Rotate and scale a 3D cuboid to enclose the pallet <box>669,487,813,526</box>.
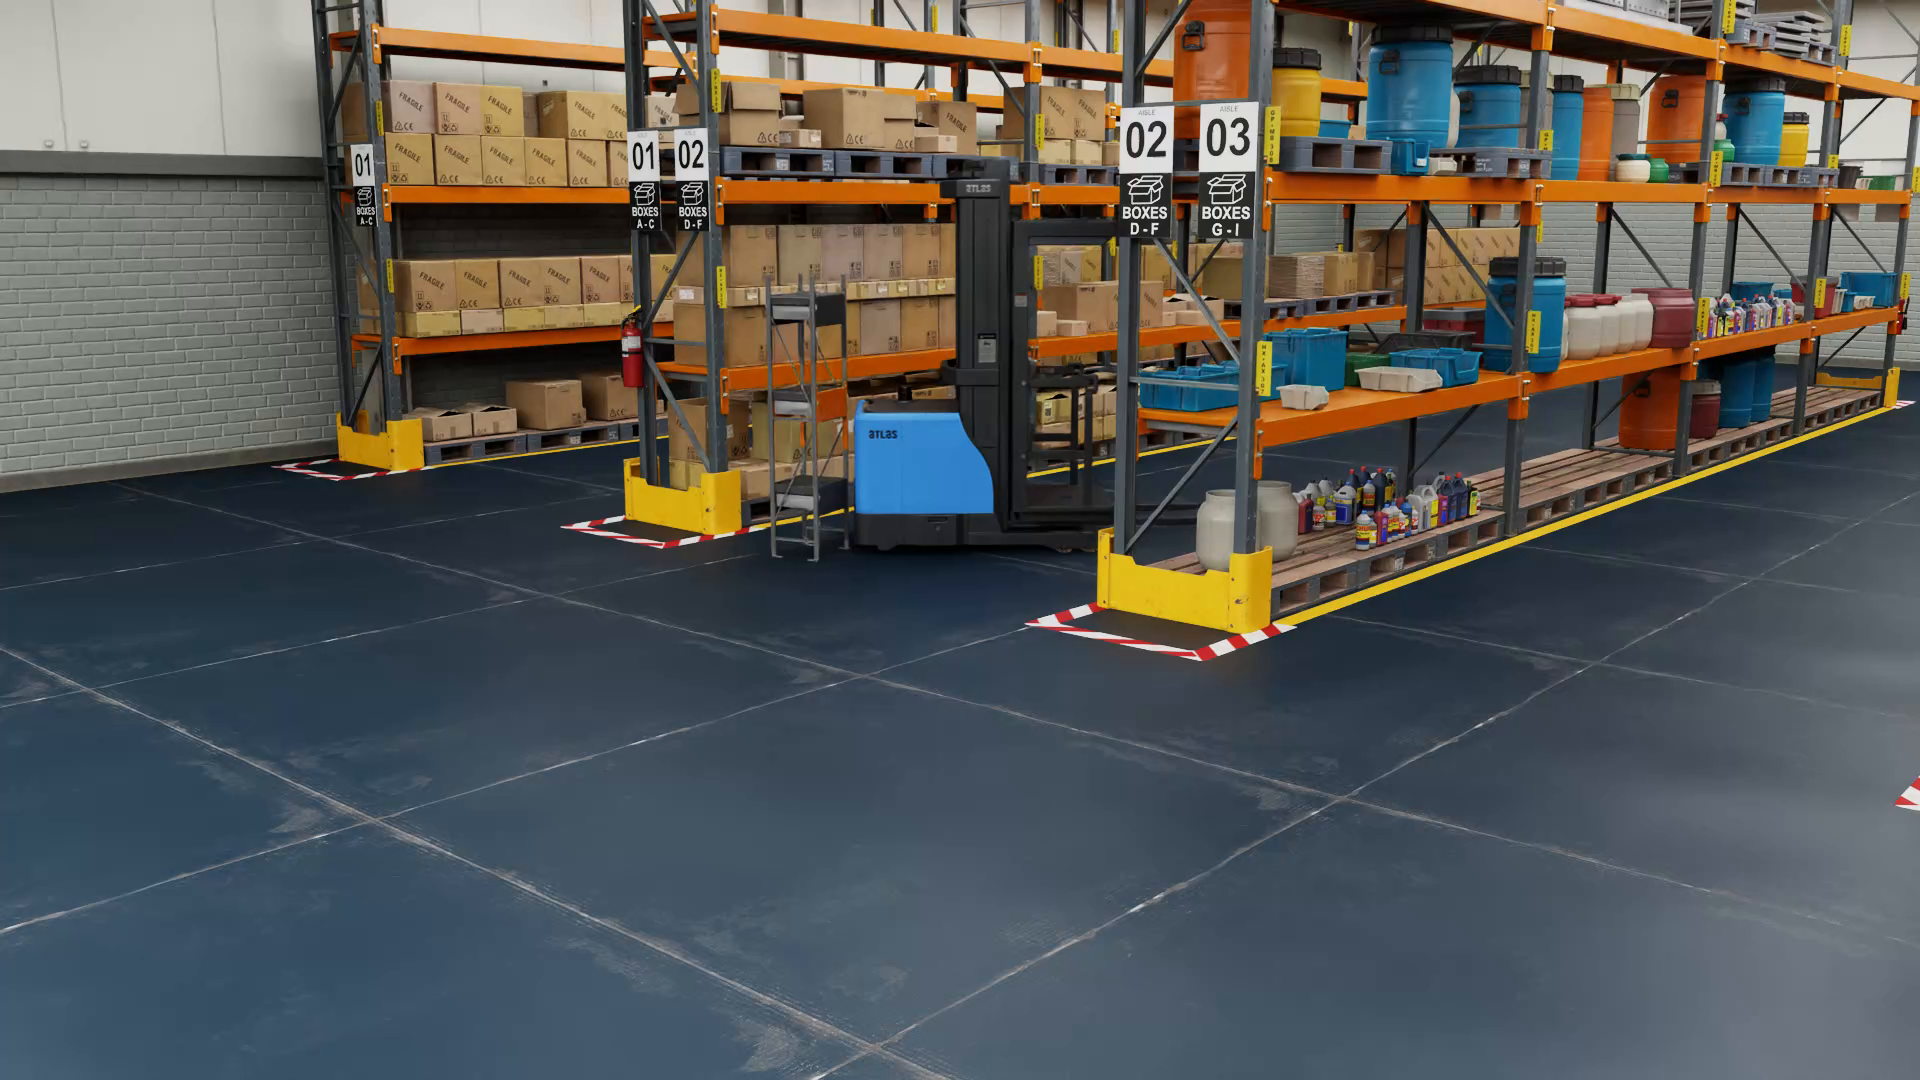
[{"bbox_3d":[-1.826,-0.360,14.473,1.003,0.211,1.213,10,15,40],"label":"pallet"}]

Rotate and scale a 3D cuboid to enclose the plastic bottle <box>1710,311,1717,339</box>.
[{"bbox_3d":[7.534,-2.174,16.756,0.152,0.276,0.135,10,15,40],"label":"plastic bottle"}]

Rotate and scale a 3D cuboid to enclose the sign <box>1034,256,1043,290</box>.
[{"bbox_3d":[0.759,-2.589,16.105,0.100,0.325,0.005,10,15,40],"label":"sign"}]

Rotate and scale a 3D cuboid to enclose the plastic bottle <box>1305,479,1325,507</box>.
[{"bbox_3d":[2.687,-0.291,12.648,0.144,0.351,0.185,11,15,43],"label":"plastic bottle"}]

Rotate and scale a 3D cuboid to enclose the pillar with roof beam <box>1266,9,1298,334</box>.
[{"bbox_3d":[8.905,-7.497,27.774,9.100,9.000,0.548,10,15,40],"label":"pillar with roof beam"}]

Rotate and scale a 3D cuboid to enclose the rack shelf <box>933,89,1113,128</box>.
[{"bbox_3d":[0.578,-6.113,23.702,1.077,0.370,4.000,10,15,40],"label":"rack shelf"}]

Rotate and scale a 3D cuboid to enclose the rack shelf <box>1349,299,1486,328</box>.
[{"bbox_3d":[6.942,-3.316,23.993,1.077,0.370,4.000,10,15,40],"label":"rack shelf"}]

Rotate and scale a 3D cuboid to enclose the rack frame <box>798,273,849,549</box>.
[{"bbox_3d":[-1.043,-0.975,12.732,0.400,2.100,0.015,5,12,23],"label":"rack frame"}]

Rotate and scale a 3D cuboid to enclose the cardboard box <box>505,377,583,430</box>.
[{"bbox_3d":[-4.600,-1.515,18.394,0.700,0.500,0.500,9,14,37],"label":"cardboard box"}]

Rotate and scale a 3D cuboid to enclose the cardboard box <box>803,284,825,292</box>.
[{"bbox_3d":[-1.372,-2.119,14.249,0.380,0.149,0.250,9,15,39],"label":"cardboard box"}]

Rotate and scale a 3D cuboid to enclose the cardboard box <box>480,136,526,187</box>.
[{"bbox_3d":[-4.893,-3.947,17.350,0.500,0.500,0.500,11,16,43],"label":"cardboard box"}]

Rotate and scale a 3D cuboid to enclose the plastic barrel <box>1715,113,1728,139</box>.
[{"bbox_3d":[7.757,-4.169,17.348,0.433,0.535,0.433,0,11,0],"label":"plastic barrel"}]

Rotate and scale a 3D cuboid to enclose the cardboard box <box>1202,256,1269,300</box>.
[{"bbox_3d":[3.313,-3.148,19.988,0.700,0.500,0.500,4,12,21],"label":"cardboard box"}]

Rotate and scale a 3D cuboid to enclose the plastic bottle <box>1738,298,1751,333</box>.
[{"bbox_3d":[8.252,-2.370,17.544,0.144,0.351,0.185,10,15,40],"label":"plastic bottle"}]

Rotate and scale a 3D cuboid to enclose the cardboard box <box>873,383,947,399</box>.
[{"bbox_3d":[-0.467,-1.180,15.496,0.500,0.500,0.500,10,15,40],"label":"cardboard box"}]

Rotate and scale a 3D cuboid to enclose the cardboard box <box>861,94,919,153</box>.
[{"bbox_3d":[-0.841,-3.768,15.066,0.637,0.503,0.797,-10,15,-41],"label":"cardboard box"}]

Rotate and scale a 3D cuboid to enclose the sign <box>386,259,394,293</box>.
[{"bbox_3d":[-5.615,-2.603,16.377,0.100,0.325,0.005,10,15,40],"label":"sign"}]

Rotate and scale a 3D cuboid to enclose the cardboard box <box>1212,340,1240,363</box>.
[{"bbox_3d":[3.457,-2.321,20.516,0.500,0.250,0.500,11,15,42],"label":"cardboard box"}]

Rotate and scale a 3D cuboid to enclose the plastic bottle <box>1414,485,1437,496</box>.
[{"bbox_3d":[3.597,-0.292,12.845,0.152,0.276,0.135,10,15,40],"label":"plastic bottle"}]

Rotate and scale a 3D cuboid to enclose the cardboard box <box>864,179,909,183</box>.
[{"bbox_3d":[-1.014,-4.722,21.714,0.500,0.311,0.500,10,15,40],"label":"cardboard box"}]

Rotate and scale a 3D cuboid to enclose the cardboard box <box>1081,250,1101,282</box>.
[{"bbox_3d":[1.783,-4.119,25.109,0.500,0.500,0.500,9,15,39],"label":"cardboard box"}]

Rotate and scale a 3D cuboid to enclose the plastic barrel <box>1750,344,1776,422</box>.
[{"bbox_3d":[8.969,-1.833,19.014,0.600,0.901,0.708,10,15,40],"label":"plastic barrel"}]

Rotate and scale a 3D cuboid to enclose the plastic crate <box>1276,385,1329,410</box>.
[{"bbox_3d":[2.252,-0.929,10.877,0.298,0.136,0.250,10,15,40],"label":"plastic crate"}]

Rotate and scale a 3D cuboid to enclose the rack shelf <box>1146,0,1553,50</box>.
[{"bbox_3d":[2.739,-3.655,11.396,1.077,0.370,4.000,10,15,40],"label":"rack shelf"}]

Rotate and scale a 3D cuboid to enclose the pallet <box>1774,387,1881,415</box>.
[{"bbox_3d":[11.407,-1.838,21.877,1.003,0.211,1.213,10,15,40],"label":"pallet"}]

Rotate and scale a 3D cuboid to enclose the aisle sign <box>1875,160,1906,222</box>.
[{"bbox_3d":[12.249,-4.570,21.795,0.394,0.787,0.004,10,15,40],"label":"aisle sign"}]

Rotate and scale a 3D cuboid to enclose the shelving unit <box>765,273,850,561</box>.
[{"bbox_3d":[-1.140,-0.931,12.512,0.431,2.100,0.503,5,12,23],"label":"shelving unit"}]

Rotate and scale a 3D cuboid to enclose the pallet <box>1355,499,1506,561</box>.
[{"bbox_3d":[3.585,-0.096,13.152,1.003,0.211,1.213,10,15,40],"label":"pallet"}]

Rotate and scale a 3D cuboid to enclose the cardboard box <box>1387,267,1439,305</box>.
[{"bbox_3d":[6.163,-3.463,22.638,0.500,0.500,0.500,10,15,42],"label":"cardboard box"}]

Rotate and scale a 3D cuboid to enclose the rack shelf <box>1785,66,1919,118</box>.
[{"bbox_3d":[10.661,-5.421,20.235,1.077,0.370,4.000,10,15,40],"label":"rack shelf"}]

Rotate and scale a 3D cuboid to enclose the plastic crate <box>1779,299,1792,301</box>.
[{"bbox_3d":[10.264,-2.929,20.737,0.293,0.136,0.466,10,15,40],"label":"plastic crate"}]

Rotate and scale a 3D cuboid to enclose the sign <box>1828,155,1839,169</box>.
[{"bbox_3d":[9.753,-4.138,18.588,0.100,0.325,0.005,10,15,40],"label":"sign"}]

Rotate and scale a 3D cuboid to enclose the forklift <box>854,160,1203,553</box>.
[{"bbox_3d":[0.688,-1.439,12.935,3.031,2.935,1.130,0,11,-2],"label":"forklift"}]

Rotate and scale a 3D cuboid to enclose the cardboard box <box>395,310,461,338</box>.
[{"bbox_3d":[-5.462,-2.216,16.980,0.500,0.250,0.500,9,15,39],"label":"cardboard box"}]

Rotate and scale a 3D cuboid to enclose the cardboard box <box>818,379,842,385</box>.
[{"bbox_3d":[-1.912,-2.166,21.655,0.700,0.500,0.500,10,15,40],"label":"cardboard box"}]

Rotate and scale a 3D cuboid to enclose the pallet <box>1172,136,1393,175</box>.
[{"bbox_3d":[2.039,-2.456,10.671,1.003,0.211,1.213,10,15,40],"label":"pallet"}]

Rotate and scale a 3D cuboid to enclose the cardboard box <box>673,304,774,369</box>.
[{"bbox_3d":[-1.981,-1.725,13.935,0.700,0.500,0.500,10,15,40],"label":"cardboard box"}]

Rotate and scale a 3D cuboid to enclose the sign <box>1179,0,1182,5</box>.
[{"bbox_3d":[2.568,-6.294,19.160,0.100,0.325,0.005,10,15,40],"label":"sign"}]

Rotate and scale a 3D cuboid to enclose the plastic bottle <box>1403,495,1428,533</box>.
[{"bbox_3d":[3.401,-0.206,12.413,0.152,0.276,0.135,10,15,41],"label":"plastic bottle"}]

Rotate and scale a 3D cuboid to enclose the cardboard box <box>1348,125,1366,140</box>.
[{"bbox_3d":[4.810,-4.984,21.264,0.600,0.600,0.600,10,15,40],"label":"cardboard box"}]

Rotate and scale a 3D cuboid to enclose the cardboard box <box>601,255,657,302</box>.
[{"bbox_3d":[-3.787,-2.958,18.779,0.500,0.500,0.500,10,15,40],"label":"cardboard box"}]

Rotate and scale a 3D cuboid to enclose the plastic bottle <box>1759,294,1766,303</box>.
[{"bbox_3d":[8.871,-2.551,18.449,0.144,0.351,0.185,10,15,40],"label":"plastic bottle"}]

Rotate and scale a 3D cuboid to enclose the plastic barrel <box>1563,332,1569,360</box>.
[{"bbox_3d":[5.049,-1.664,14.236,0.301,0.262,0.301,0,11,0],"label":"plastic barrel"}]

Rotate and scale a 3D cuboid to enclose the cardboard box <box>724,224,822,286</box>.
[{"bbox_3d":[-1.603,-2.447,14.238,0.700,0.500,0.500,9,15,39],"label":"cardboard box"}]

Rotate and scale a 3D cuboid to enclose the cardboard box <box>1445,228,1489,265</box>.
[{"bbox_3d":[7.165,-4.175,23.646,0.500,0.500,0.500,10,15,42],"label":"cardboard box"}]

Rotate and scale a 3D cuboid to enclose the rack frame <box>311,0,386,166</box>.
[{"bbox_3d":[-6.023,-5.191,16.226,1.000,3.000,0.127,10,15,40],"label":"rack frame"}]

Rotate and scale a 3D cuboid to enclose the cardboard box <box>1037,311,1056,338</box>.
[{"bbox_3d":[0.633,-2.202,16.962,0.500,0.250,0.500,11,16,44],"label":"cardboard box"}]

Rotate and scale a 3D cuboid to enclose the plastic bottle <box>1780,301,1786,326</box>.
[{"bbox_3d":[9.082,-2.519,18.483,0.152,0.276,0.135,10,15,40],"label":"plastic bottle"}]

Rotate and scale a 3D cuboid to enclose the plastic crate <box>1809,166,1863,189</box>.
[{"bbox_3d":[10.366,-4.288,19.696,0.497,0.269,0.590,10,15,40],"label":"plastic crate"}]

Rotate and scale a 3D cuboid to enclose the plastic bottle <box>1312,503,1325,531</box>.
[{"bbox_3d":[2.687,-0.179,12.471,0.097,0.201,0.097,0,11,0],"label":"plastic bottle"}]

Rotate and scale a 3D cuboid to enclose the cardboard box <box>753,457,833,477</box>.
[{"bbox_3d":[-1.451,-0.591,14.459,0.500,0.250,0.500,10,15,40],"label":"cardboard box"}]

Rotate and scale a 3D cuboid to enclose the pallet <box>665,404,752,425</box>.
[{"bbox_3d":[-2.869,-1.585,20.607,1.003,0.211,1.213,10,15,40],"label":"pallet"}]

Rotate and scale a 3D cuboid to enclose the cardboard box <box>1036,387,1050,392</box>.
[{"bbox_3d":[0.732,-1.504,17.600,0.500,0.311,0.500,10,15,42],"label":"cardboard box"}]

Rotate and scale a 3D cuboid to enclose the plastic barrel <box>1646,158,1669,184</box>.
[{"bbox_3d":[6.576,-3.497,15.800,0.294,0.245,0.294,0,11,0],"label":"plastic barrel"}]

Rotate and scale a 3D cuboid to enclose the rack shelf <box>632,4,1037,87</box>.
[{"bbox_3d":[-0.979,-4.296,14.605,1.077,0.370,4.000,10,15,40],"label":"rack shelf"}]

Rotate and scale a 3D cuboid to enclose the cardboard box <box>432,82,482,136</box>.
[{"bbox_3d":[-5.217,-4.362,16.873,0.500,0.500,0.500,10,15,40],"label":"cardboard box"}]

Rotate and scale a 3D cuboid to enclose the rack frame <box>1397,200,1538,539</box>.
[{"bbox_3d":[4.060,-1.557,13.347,1.000,3.000,0.127,10,15,40],"label":"rack frame"}]

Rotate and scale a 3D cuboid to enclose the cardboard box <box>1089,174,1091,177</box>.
[{"bbox_3d":[2.174,-5.798,25.979,0.500,0.250,0.500,10,15,41],"label":"cardboard box"}]

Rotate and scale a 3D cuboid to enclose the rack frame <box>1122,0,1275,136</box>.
[{"bbox_3d":[1.419,-3.910,9.813,1.000,3.000,0.127,10,15,40],"label":"rack frame"}]
